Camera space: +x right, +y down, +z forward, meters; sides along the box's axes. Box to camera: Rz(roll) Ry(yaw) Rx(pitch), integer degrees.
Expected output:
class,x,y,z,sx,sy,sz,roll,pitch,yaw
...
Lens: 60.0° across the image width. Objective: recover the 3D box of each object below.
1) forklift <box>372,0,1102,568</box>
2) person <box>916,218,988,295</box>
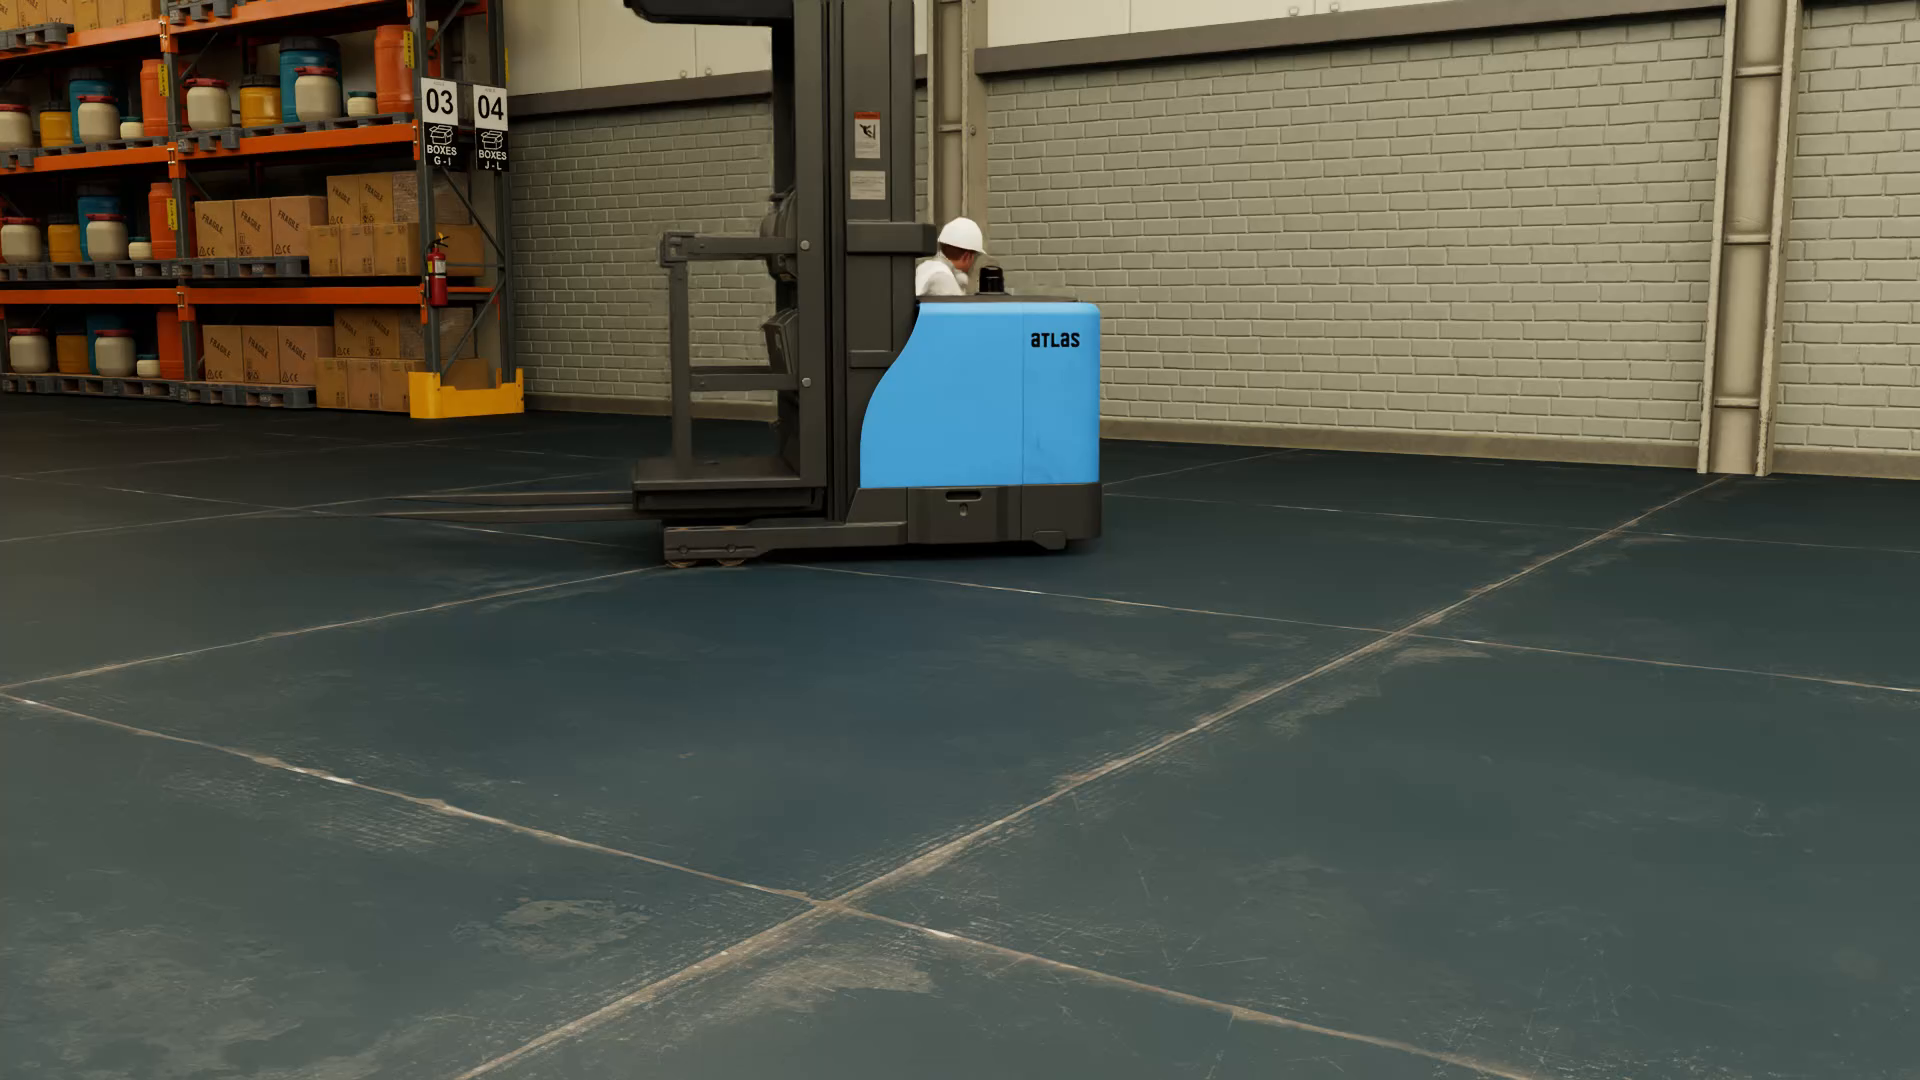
class,x,y,z,sx,sy,sz,roll,pitch,yaw
forklift,-0.956,-1.418,7.164,3.031,2.935,1.130,-2,8,-11
person,0.030,-0.893,8.588,0.840,1.531,1.403,-3,9,-19
